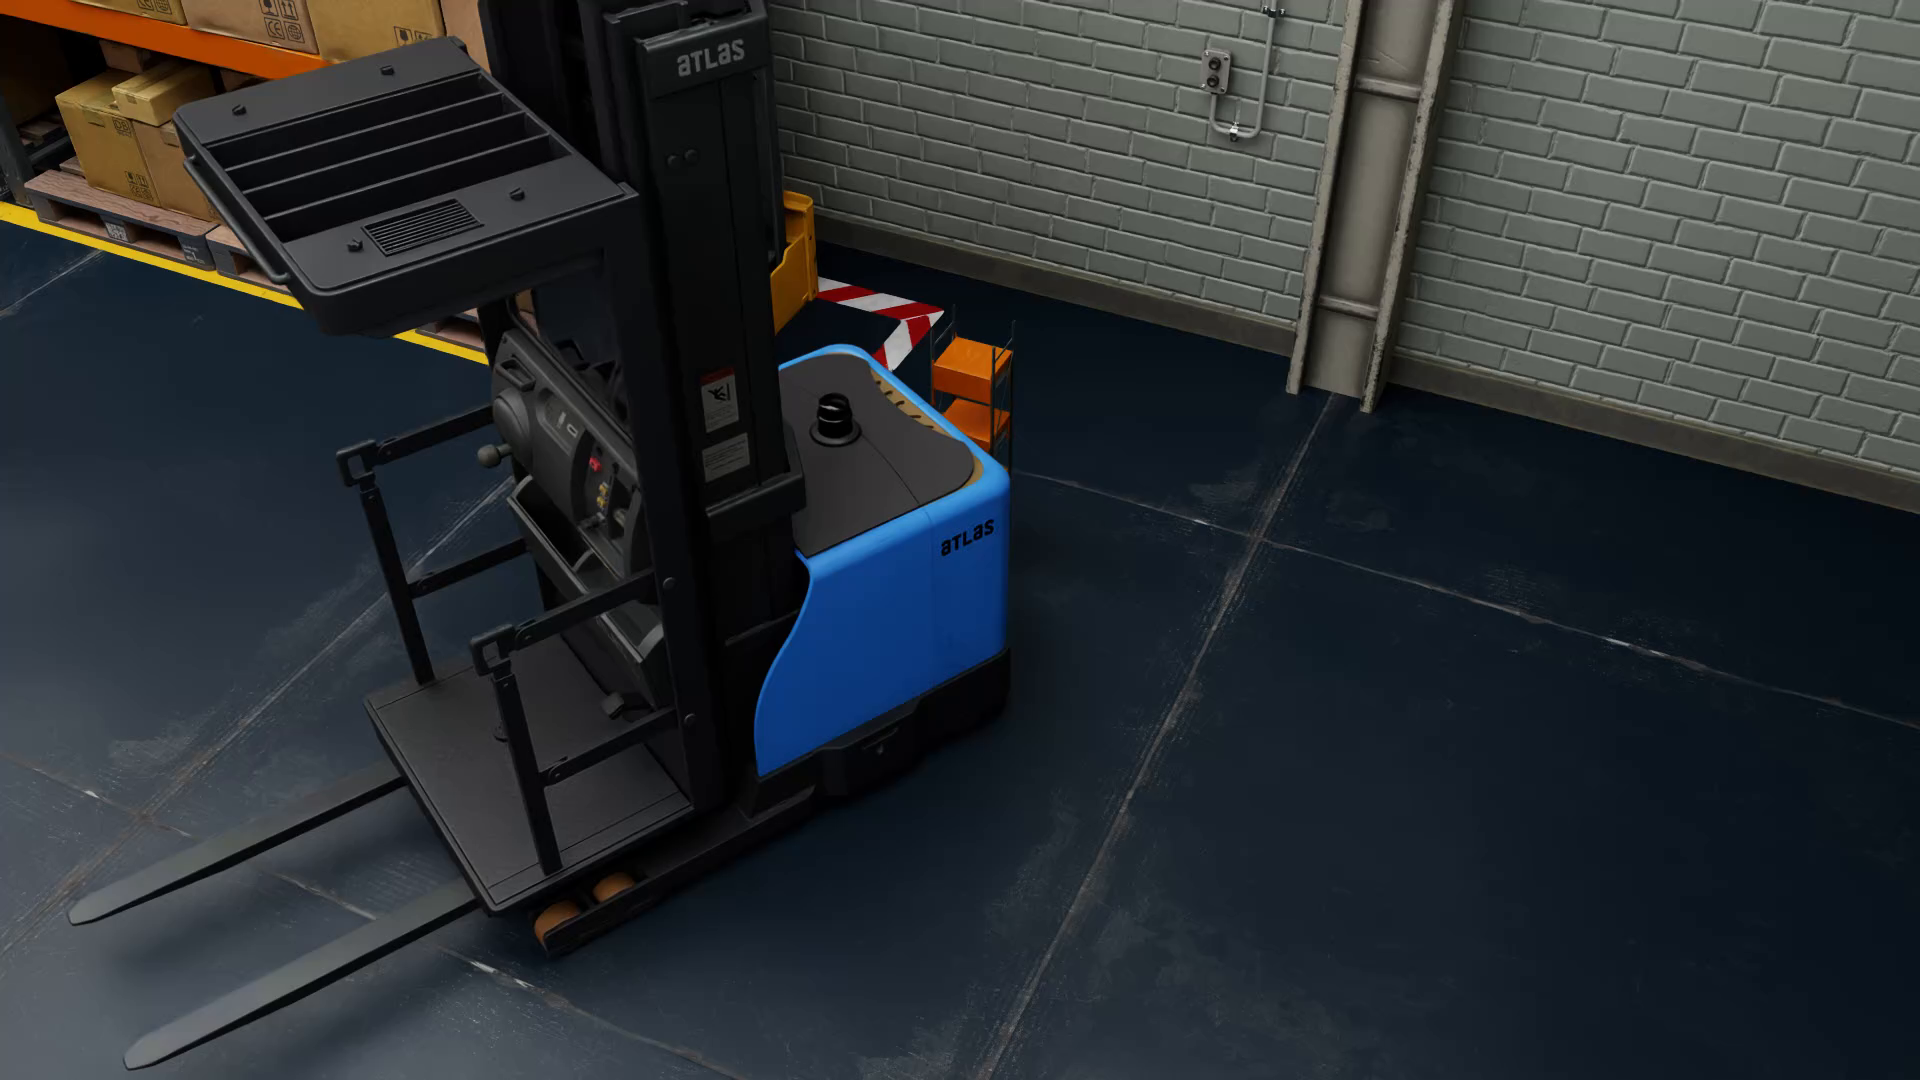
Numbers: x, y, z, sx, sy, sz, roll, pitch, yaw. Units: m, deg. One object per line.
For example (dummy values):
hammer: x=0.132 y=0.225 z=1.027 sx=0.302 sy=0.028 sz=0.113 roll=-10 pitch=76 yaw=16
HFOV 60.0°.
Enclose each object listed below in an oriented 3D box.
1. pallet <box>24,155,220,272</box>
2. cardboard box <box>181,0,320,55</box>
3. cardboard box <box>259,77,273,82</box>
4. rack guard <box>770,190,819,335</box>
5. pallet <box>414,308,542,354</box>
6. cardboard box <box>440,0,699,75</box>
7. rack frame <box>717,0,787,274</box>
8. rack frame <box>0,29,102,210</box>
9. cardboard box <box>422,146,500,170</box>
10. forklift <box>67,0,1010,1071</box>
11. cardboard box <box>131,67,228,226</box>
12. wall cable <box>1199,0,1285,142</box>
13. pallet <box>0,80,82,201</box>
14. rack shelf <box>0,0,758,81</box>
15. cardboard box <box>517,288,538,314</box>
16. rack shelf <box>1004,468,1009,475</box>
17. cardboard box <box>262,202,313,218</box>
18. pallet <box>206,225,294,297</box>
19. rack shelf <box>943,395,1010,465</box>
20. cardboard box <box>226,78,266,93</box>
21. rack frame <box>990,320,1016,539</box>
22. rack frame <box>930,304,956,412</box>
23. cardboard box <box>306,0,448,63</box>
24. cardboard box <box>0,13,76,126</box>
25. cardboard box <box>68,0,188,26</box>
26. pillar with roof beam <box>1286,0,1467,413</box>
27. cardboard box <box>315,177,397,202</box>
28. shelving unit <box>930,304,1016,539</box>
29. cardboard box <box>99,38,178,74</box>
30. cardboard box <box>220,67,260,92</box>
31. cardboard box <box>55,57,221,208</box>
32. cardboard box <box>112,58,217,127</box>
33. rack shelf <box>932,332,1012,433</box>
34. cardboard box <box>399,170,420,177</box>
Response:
pallet: x=-4.064 y=-1.873 z=8.750 sx=1.213 sy=0.211 sz=1.003 roll=17 pitch=44 yaw=19
cardboard box: x=-2.912 y=-2.736 z=7.387 sx=0.700 sy=0.700 sz=0.980 roll=15 pitch=43 yaw=17
cardboard box: x=-3.187 y=-2.245 z=8.143 sx=0.250 sy=0.149 sz=0.380 roll=17 pitch=44 yaw=19
rack guard: x=-1.073 y=-1.125 z=7.666 sx=0.348 sy=0.500 sz=1.175 roll=17 pitch=44 yaw=19
pallet: x=-1.853 y=-1.197 z=7.970 sx=1.213 sy=0.211 sz=1.003 roll=17 pitch=44 yaw=19
cardboard box: x=-1.561 y=-2.325 z=6.913 sx=0.700 sy=0.700 sz=0.980 roll=19 pitch=44 yaw=21
rack frame: x=-1.095 y=-2.076 z=6.855 sx=0.127 sy=3.000 sz=1.000 roll=17 pitch=44 yaw=19
rack frame: x=-4.720 y=-3.184 z=8.133 sx=0.127 sy=3.000 sz=1.000 roll=17 pitch=44 yaw=19
cardboard box: x=-2.197 y=-1.667 z=7.476 sx=0.250 sy=0.149 sz=0.380 roll=18 pitch=44 yaw=20
forklift: x=-1.314 y=-0.201 z=4.744 sx=3.031 sy=2.935 sz=1.130 roll=-25 pitch=47 yaw=-26
cardboard box: x=-3.632 y=-1.989 z=8.342 sx=0.500 sy=0.500 sz=0.700 roll=17 pitch=44 yaw=18
wall cable: x=0.465 y=-2.667 z=6.761 sx=1.851 sy=1.984 sz=0.084 roll=17 pitch=44 yaw=19
pallet: x=-5.451 y=-2.299 z=9.241 sx=1.213 sy=0.211 sz=1.003 roll=17 pitch=44 yaw=19
rack shelf: x=-2.907 y=-2.358 z=7.729 sx=4.000 sy=0.370 sz=1.077 roll=17 pitch=44 yaw=19
cardboard box: x=-1.771 y=-1.424 z=7.691 sx=0.500 sy=0.500 sz=0.700 roll=17 pitch=44 yaw=19
rack shelf: x=0.048 y=-0.164 z=6.578 sx=0.240 sy=0.259 sz=0.215 roll=17 pitch=44 yaw=19
cardboard box: x=-3.167 y=-1.845 z=8.177 sx=0.500 sy=0.500 sz=0.700 roll=18 pitch=44 yaw=20
pallet: x=-2.954 y=-1.536 z=8.361 sx=1.213 sy=0.211 sz=1.003 roll=17 pitch=44 yaw=19
rack shelf: x=0.048 y=-0.374 z=6.396 sx=0.240 sy=0.259 sz=0.215 roll=17 pitch=44 yaw=19
cardboard box: x=-3.379 y=-2.027 z=7.891 sx=0.250 sy=0.149 sz=0.380 roll=16 pitch=43 yaw=17
rack frame: x=0.159 y=-0.348 z=6.350 sx=0.008 sy=1.050 sz=0.200 roll=17 pitch=44 yaw=19
rack frame: x=-0.062 y=-0.416 z=6.428 sx=0.008 sy=1.050 sz=0.200 roll=17 pitch=44 yaw=19
cardboard box: x=-2.225 y=-2.519 z=7.137 sx=0.700 sy=0.700 sz=0.980 roll=17 pitch=44 yaw=18
cardboard box: x=-5.364 y=-2.633 z=8.818 sx=0.750 sy=0.750 sz=0.750 roll=17 pitch=44 yaw=19
cardboard box: x=-3.576 y=-2.932 z=7.613 sx=0.700 sy=0.700 sz=0.980 roll=16 pitch=43 yaw=18
pillar with roof beam: x=-0.102 y=-1.553 z=1.672 sx=0.400 sy=9.000 sz=9.100 roll=17 pitch=44 yaw=19
cardboard box: x=-2.681 y=-1.702 z=8.011 sx=0.500 sy=0.500 sz=0.700 roll=16 pitch=43 yaw=17
shelving unit: x=0.048 y=-0.382 z=6.389 sx=0.252 sy=1.050 sz=0.215 roll=17 pitch=44 yaw=19
cardboard box: x=-4.133 y=-2.533 z=8.475 sx=0.250 sy=0.149 sz=0.380 roll=17 pitch=44 yaw=18
cardboard box: x=-3.415 y=-2.316 z=8.224 sx=0.250 sy=0.149 sz=0.380 roll=16 pitch=43 yaw=17
cardboard box: x=-4.085 y=-2.130 z=8.505 sx=0.500 sy=0.500 sz=0.700 roll=18 pitch=44 yaw=19
cardboard box: x=-3.852 y=-2.172 z=8.058 sx=0.250 sy=0.149 sz=0.380 roll=18 pitch=44 yaw=20
rack shelf: x=0.048 y=-0.588 z=6.210 sx=0.240 sy=0.259 sz=0.215 roll=17 pitch=44 yaw=19
cardboard box: x=-2.225 y=-1.563 z=7.851 sx=0.500 sy=0.500 sz=0.700 roll=17 pitch=44 yaw=19
